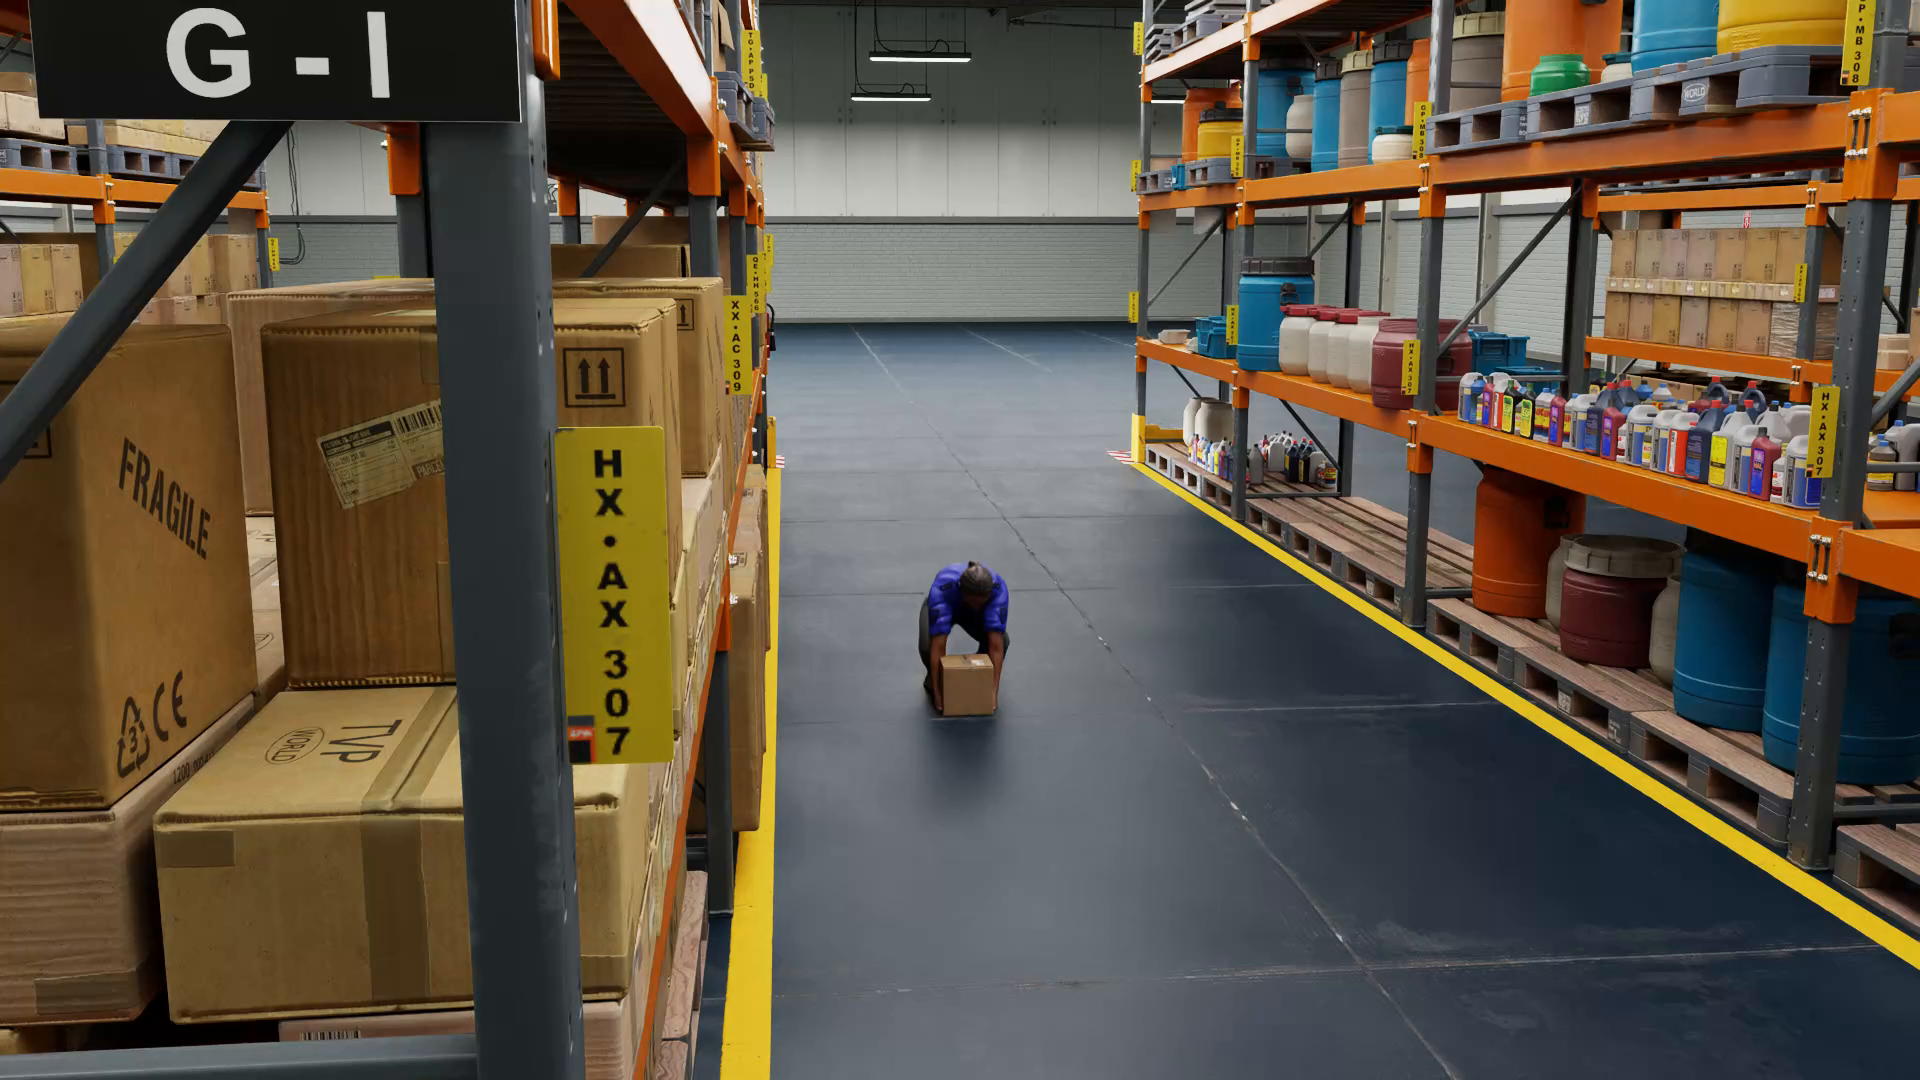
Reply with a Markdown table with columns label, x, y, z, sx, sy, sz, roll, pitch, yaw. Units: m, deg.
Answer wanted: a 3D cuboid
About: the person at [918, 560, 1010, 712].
| label | x | y | z | sx | sy | sz | roll | pitch | yaw |
| --- | --- | --- | --- | --- | --- | --- | --- | --- | --- |
| person | 0.016 | 0.462 | 8.623 | 0.472 | 0.814 | 0.823 | -1 | 10 | -4 |
